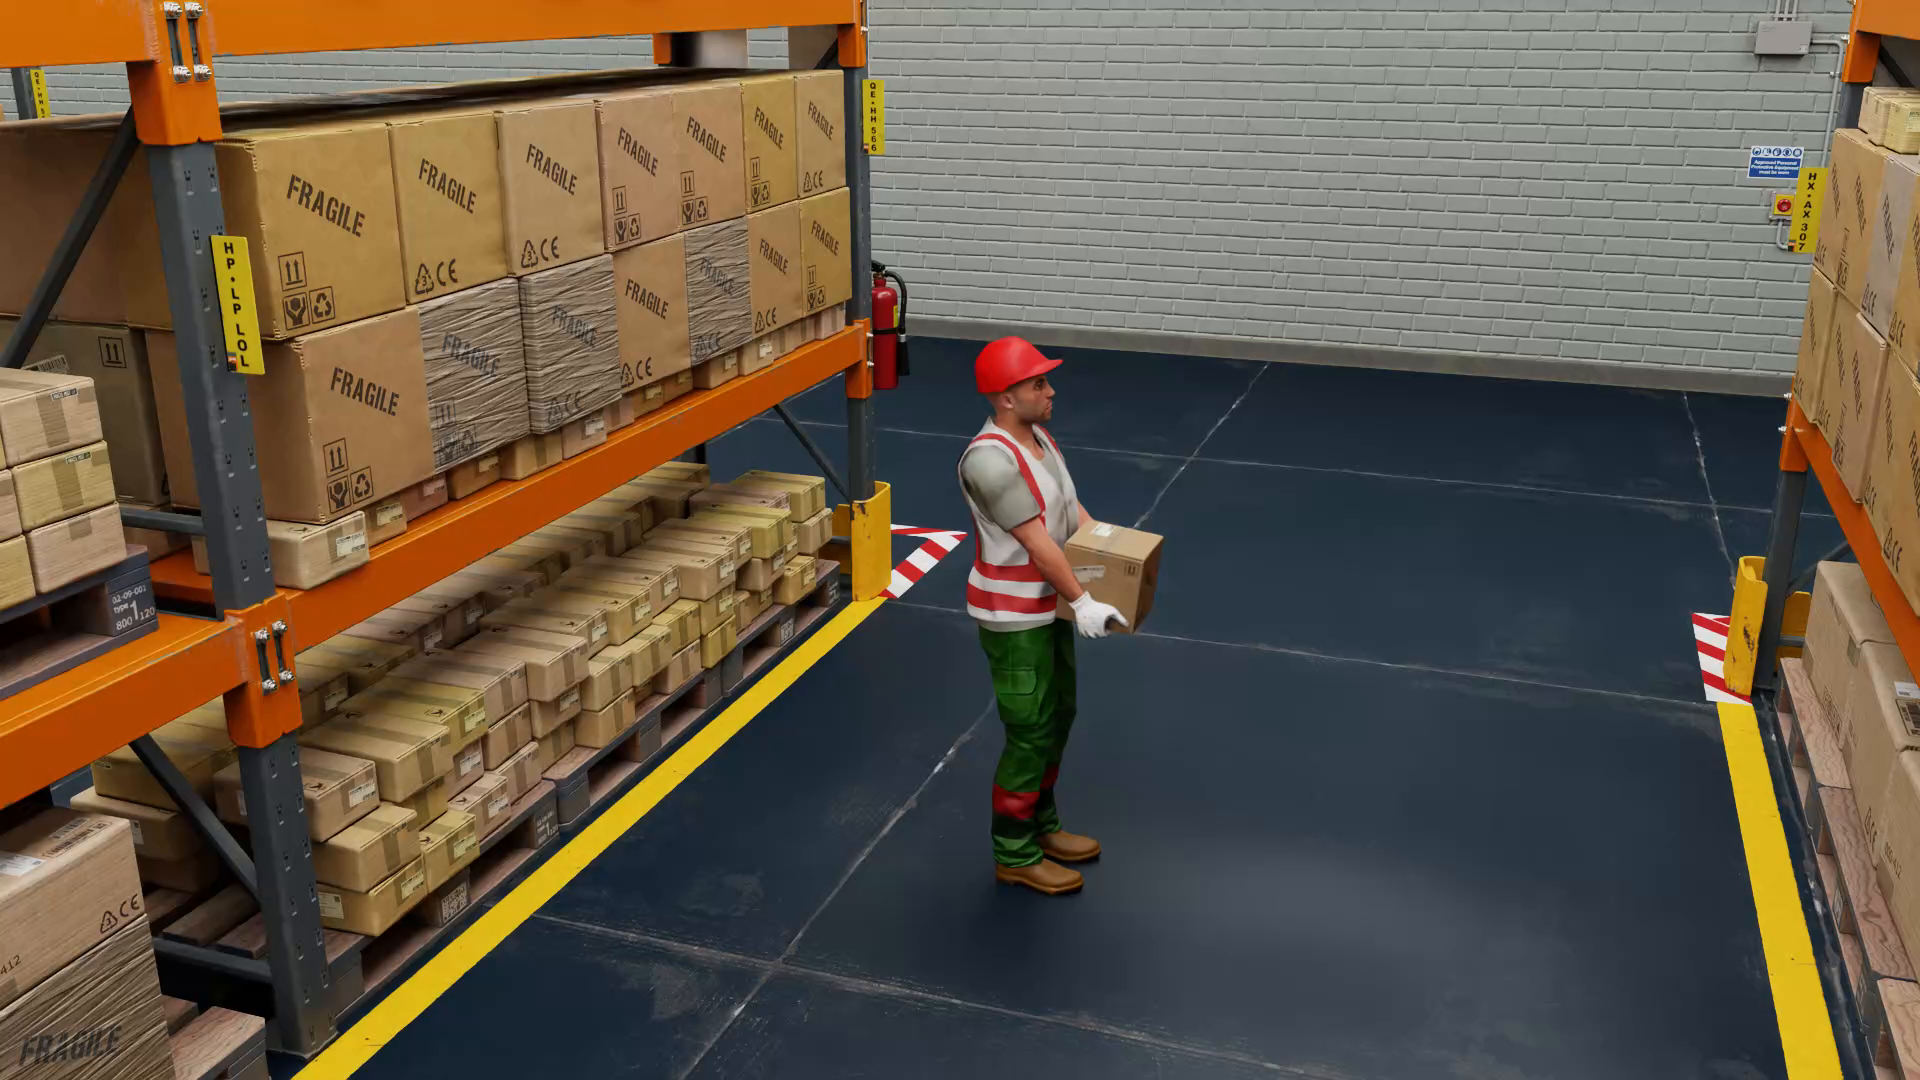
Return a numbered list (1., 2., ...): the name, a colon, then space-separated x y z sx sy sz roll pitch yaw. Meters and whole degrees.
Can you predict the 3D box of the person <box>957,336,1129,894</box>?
1. person: 0.303 0.246 5.293 0.559 1.782 0.494 7 20 19
